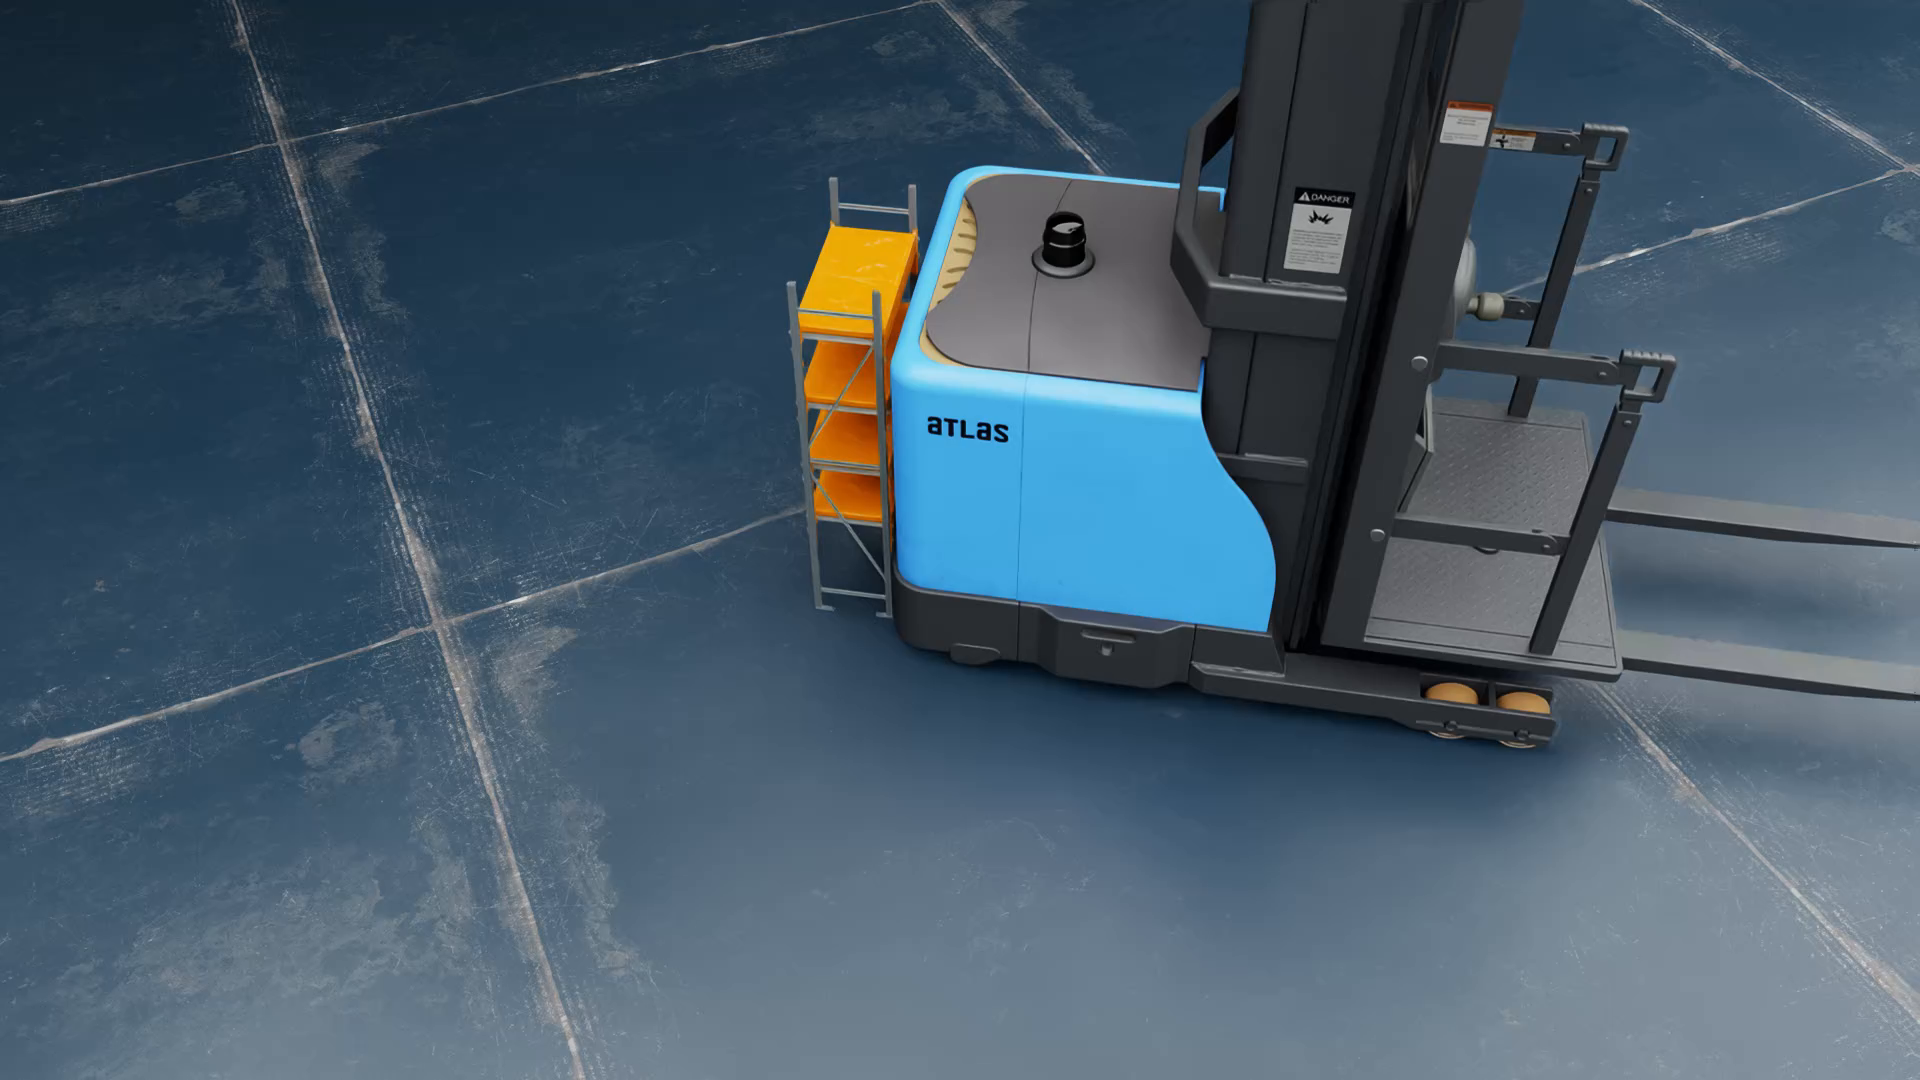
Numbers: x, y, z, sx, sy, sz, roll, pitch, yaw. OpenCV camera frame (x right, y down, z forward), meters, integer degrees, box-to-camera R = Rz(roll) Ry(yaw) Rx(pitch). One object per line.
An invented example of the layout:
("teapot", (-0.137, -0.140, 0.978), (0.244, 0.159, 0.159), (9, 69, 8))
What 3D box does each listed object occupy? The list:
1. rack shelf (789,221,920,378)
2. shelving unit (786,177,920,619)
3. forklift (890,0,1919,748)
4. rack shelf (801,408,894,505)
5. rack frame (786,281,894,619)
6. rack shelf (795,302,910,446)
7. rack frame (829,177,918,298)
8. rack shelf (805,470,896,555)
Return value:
("rack shelf", (-0.278, -0.658, 4.503), (0.258, 0.148, 0.480), (7, 45, 7))
("shelving unit", (-0.278, -0.378, 4.779), (0.258, 1.200, 0.503), (7, 45, 7))
("forklift", (1.374, -0.867, 4.042), (3.031, 2.935, 1.130), (7, 45, 7))
("rack shelf", (-0.278, -0.330, 4.826), (0.258, 0.148, 0.480), (7, 45, 7))
("rack frame", (-0.318, -0.209, 4.607), (0.240, 1.200, 0.015), (7, 45, 7))
("rack shelf", (-0.278, -0.489, 4.669), (0.258, 0.148, 0.480), (7, 45, 7))
("rack frame", (-0.238, -0.547, 4.950), (0.240, 1.200, 0.015), (7, 45, 7))
("rack shelf", (-0.278, -0.189, 4.965), (0.258, 0.148, 0.480), (7, 45, 7))
